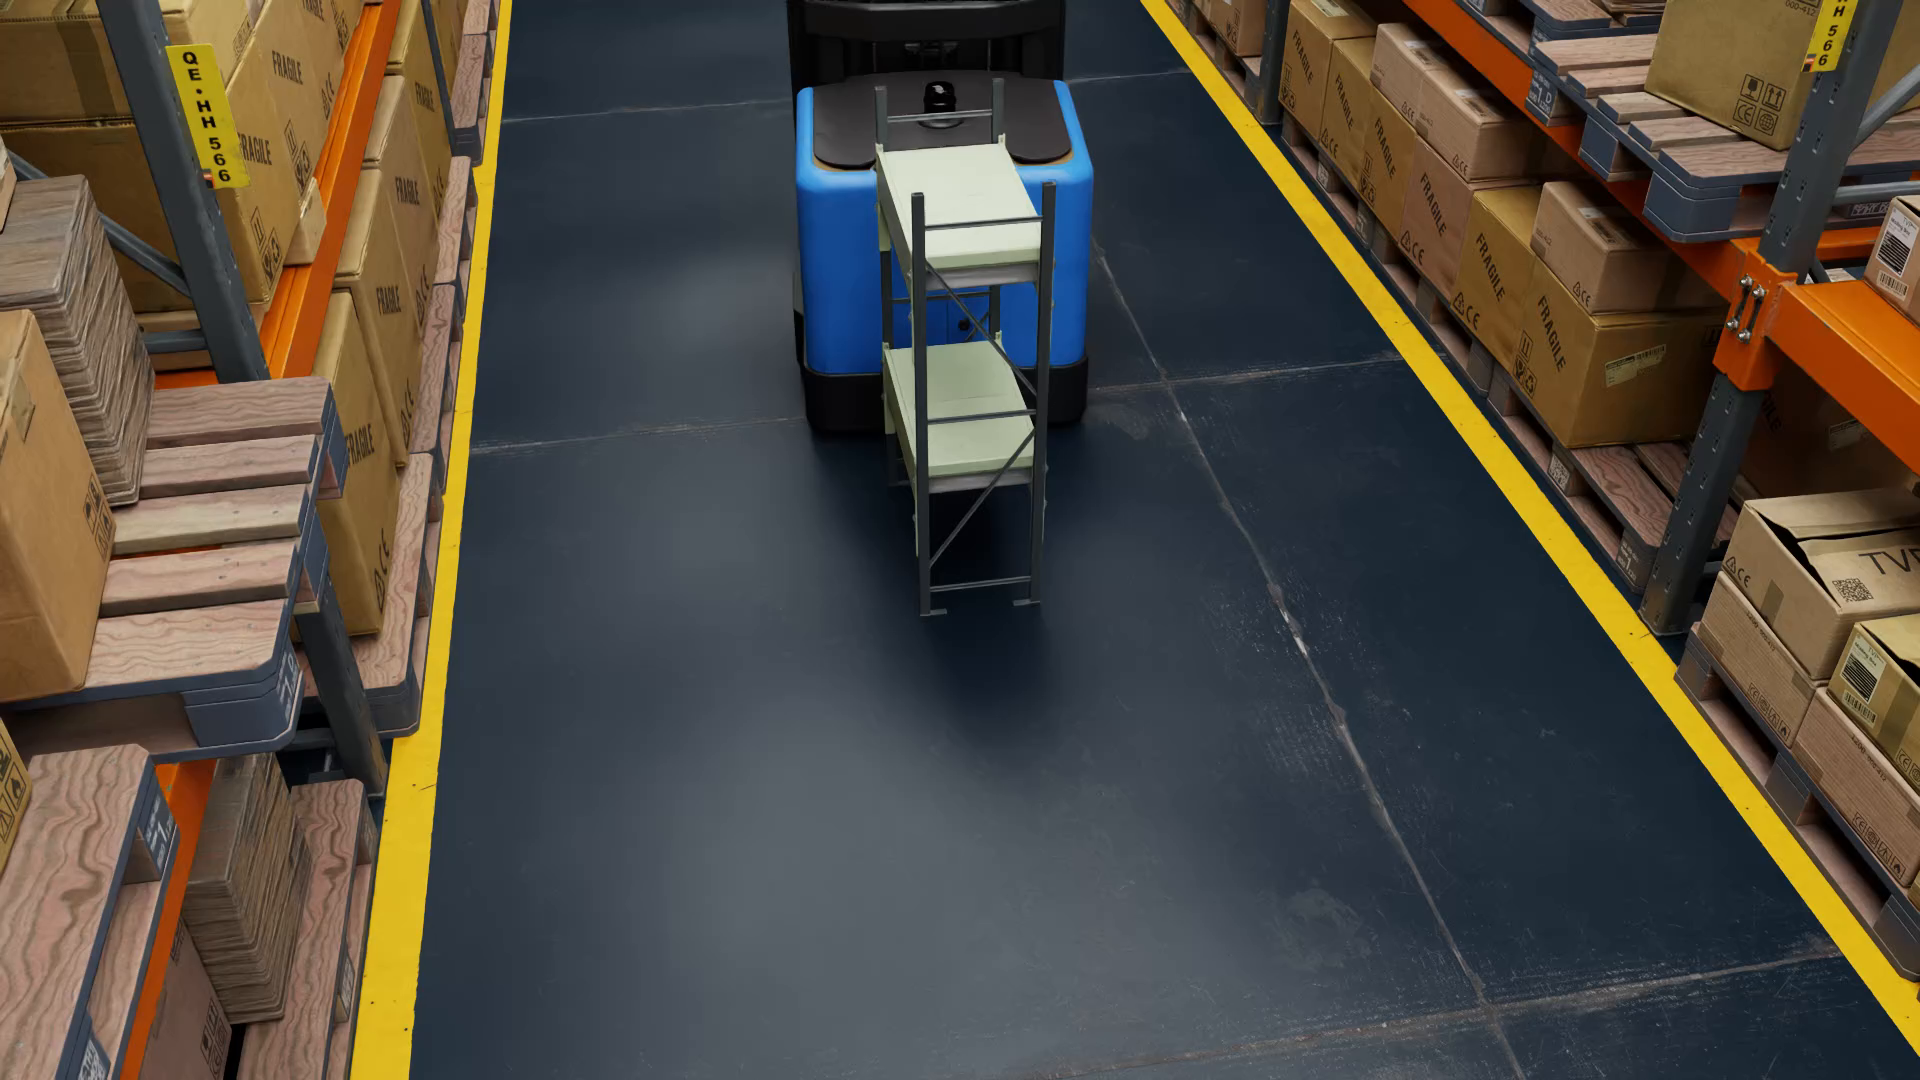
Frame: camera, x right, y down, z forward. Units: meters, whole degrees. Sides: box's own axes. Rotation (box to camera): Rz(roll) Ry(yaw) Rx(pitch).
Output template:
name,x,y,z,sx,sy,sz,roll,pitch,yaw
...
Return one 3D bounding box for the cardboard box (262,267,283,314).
name,x,y,z,sx,sy,sz,roll,pitch,yaw
cardboard box,-2.026,-0.709,4.405,0.380,0.149,0.250,-6,38,-7

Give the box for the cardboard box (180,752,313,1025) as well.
name,x,y,z,sx,sy,sz,roll,pitch,yaw
cardboard box,-1.984,0.820,3.929,0.700,0.500,0.500,-6,38,-7

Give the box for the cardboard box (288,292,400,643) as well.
name,x,y,z,sx,sy,sz,roll,pitch,yaw
cardboard box,-2.161,-0.198,4.970,0.750,0.750,0.750,-7,38,-9

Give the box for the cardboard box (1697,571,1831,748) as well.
name,x,y,z,sx,sy,sz,roll,pitch,yaw
cardboard box,2.518,0.310,4.805,0.500,0.250,0.500,-6,38,-8

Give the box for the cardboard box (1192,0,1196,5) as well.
name,x,y,z,sx,sy,sz,roll,pitch,yaw
cardboard box,1.503,-3.253,9.325,0.500,0.311,0.500,-6,38,-8

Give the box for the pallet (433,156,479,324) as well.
name,x,y,z,sx,sy,sz,roll,pitch,yaw
pallet,-2.653,-1.280,7.225,1.003,0.211,1.213,-6,38,-8

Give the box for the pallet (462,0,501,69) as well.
name,x,y,z,sx,sy,sz,roll,pitch,yaw
pallet,-3.136,-2.944,9.367,1.003,0.211,1.213,-6,38,-8

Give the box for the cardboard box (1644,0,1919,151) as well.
name,x,y,z,sx,sy,sz,roll,pitch,yaw
cardboard box,2.494,-1.532,4.853,0.700,0.500,0.500,-19,42,-23

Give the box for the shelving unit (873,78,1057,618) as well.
name,x,y,z,sx,sy,sz,roll,pitch,yaw
shelving unit,0.001,-0.588,5.285,0.431,1.500,0.755,-6,38,-8

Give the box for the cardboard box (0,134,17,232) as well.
name,x,y,z,sx,sy,sz,roll,pitch,yaw
cardboard box,-2.071,-0.687,3.221,0.380,0.149,0.250,-11,39,-14

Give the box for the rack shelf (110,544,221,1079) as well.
name,x,y,z,sx,sy,sz,roll,pitch,yaw
rack shelf,-1.810,1.069,2.515,1.077,0.370,4.000,-6,38,-8

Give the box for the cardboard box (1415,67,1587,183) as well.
name,x,y,z,sx,sy,sz,roll,pitch,yaw
cardboard box,2.123,-1.631,6.473,0.500,0.250,0.500,-7,38,-9

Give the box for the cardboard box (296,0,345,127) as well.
name,x,y,z,sx,sy,sz,roll,pitch,yaw
cardboard box,-2.163,-1.526,4.929,0.500,0.500,0.500,-6,38,-8

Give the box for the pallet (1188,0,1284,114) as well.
name,x,y,z,sx,sy,sz,roll,pitch,yaw
pallet,1.894,-2.688,9.038,1.003,0.211,1.213,-6,38,-8

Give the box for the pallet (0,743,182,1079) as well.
name,x,y,z,sx,sy,sz,roll,pitch,yaw
pallet,-1.774,0.844,2.375,1.003,0.211,1.213,-6,38,-8

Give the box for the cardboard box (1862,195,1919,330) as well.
name,x,y,z,sx,sy,sz,roll,pitch,yaw
cardboard box,2.736,-0.698,4.277,0.500,0.311,0.500,-4,38,-5

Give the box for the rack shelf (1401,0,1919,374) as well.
name,x,y,z,sx,sy,sz,roll,pitch,yaw
rack shelf,2.365,-1.882,6.314,1.077,0.370,4.000,-6,38,-8

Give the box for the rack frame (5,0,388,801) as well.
name,x,y,z,sx,sy,sz,roll,pitch,yaw
rack frame,-2.161,-0.423,3.849,1.000,3.000,0.127,-6,38,-8

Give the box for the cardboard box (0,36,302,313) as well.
name,x,y,z,sx,sy,sz,roll,pitch,yaw
cardboard box,-1.994,-0.909,4.134,0.500,0.500,0.500,-5,38,-7

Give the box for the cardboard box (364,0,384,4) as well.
name,x,y,z,sx,sy,sz,roll,pitch,yaw
cardboard box,-2.352,-2.109,6.209,0.380,0.149,0.250,-6,38,-8

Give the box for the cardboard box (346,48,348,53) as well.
name,x,y,z,sx,sy,sz,roll,pitch,yaw
cardboard box,-2.345,-1.802,5.813,0.380,0.149,0.250,-7,38,-9

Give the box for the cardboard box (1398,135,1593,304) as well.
name,x,y,z,sx,sy,sz,roll,pitch,yaw
cardboard box,2.132,-1.313,6.674,0.500,0.500,0.500,-8,38,-10

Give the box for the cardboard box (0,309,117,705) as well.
name,x,y,z,sx,sy,sz,roll,pitch,yaw
cardboard box,-1.944,-0.019,2.889,0.700,0.500,0.500,-10,39,-12

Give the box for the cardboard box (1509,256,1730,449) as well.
name,x,y,z,sx,sy,sz,roll,pitch,yaw
cardboard box,2.320,-0.684,5.865,0.500,0.500,0.500,-5,38,-6

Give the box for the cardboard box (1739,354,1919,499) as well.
name,x,y,z,sx,sy,sz,roll,pitch,yaw
cardboard box,2.917,-0.450,5.563,0.500,0.500,0.500,-5,38,-6

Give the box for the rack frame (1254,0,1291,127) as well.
name,x,y,z,sx,sy,sz,roll,pitch,yaw
rack frame,2.014,-3.374,7.648,1.000,3.000,0.127,-6,38,-8

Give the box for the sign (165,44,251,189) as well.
name,x,y,z,sx,sy,sz,roll,pitch,yaw
sign,-1.629,-0.913,3.601,0.100,0.325,0.005,-6,38,-8

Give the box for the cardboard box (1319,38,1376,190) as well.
name,x,y,z,sx,sy,sz,roll,pitch,yaw
cardboard box,1.963,-1.921,7.457,0.500,0.500,0.500,-6,38,-7

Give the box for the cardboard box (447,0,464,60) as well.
name,x,y,z,sx,sy,sz,roll,pitch,yaw
cardboard box,-2.977,-2.784,8.584,0.700,0.500,0.500,-7,38,-8

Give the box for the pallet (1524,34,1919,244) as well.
name,x,y,z,sx,sy,sz,roll,pitch,yaw
pallet,2.527,-1.284,5.114,1.213,0.211,1.003,-6,38,-8

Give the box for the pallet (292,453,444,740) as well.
name,x,y,z,sx,sy,sz,roll,pitch,yaw
pallet,-2.225,0.194,5.328,1.003,0.211,1.213,-6,38,-8

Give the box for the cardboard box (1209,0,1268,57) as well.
name,x,y,z,sx,sy,sz,roll,pitch,yaw
cardboard box,1.635,-2.874,8.684,0.500,0.500,0.500,-6,38,-8

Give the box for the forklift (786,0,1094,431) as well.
name,x,y,z,sx,sy,sz,roll,pitch,yaw
forklift,-0.149,-2.448,6.512,1.130,2.935,3.031,-2,38,-3

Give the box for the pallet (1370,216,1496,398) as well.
name,x,y,z,sx,sy,sz,roll,pitch,yaw
pallet,2.411,-1.047,6.926,1.003,0.211,1.213,-6,38,-8

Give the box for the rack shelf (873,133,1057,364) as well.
name,x,y,z,sx,sy,sz,roll,pitch,yaw
rack shelf,0.001,-0.896,5.045,0.431,0.370,0.720,-6,38,-8

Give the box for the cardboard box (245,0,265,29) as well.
name,x,y,z,sx,sy,sz,roll,pitch,yaw
cardboard box,-2.082,-1.510,4.298,0.500,0.250,0.500,-7,38,-9

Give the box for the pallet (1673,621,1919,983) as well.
name,x,y,z,sx,sy,sz,roll,pitch,yaw
pallet,2.821,0.645,4.748,1.003,0.211,1.213,-6,38,-8

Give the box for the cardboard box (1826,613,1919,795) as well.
name,x,y,z,sx,sy,sz,roll,pitch,yaw
cardboard box,2.618,0.405,4.226,0.500,0.311,0.500,-7,38,-9

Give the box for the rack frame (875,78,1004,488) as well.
name,x,y,z,sx,sy,sz,roll,pitch,yaw
rack frame,-0.063,-0.809,5.569,0.400,1.500,0.023,-6,38,-8

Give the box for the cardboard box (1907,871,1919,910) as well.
name,x,y,z,sx,sy,sz,roll,pitch,yaw
cardboard box,2.704,0.927,4.011,0.500,0.250,0.500,-7,38,-9

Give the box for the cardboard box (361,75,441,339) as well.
name,x,y,z,sx,sy,sz,roll,pitch,yaw
cardboard box,-2.462,-1.241,6.312,0.750,0.750,0.750,-5,38,-7
